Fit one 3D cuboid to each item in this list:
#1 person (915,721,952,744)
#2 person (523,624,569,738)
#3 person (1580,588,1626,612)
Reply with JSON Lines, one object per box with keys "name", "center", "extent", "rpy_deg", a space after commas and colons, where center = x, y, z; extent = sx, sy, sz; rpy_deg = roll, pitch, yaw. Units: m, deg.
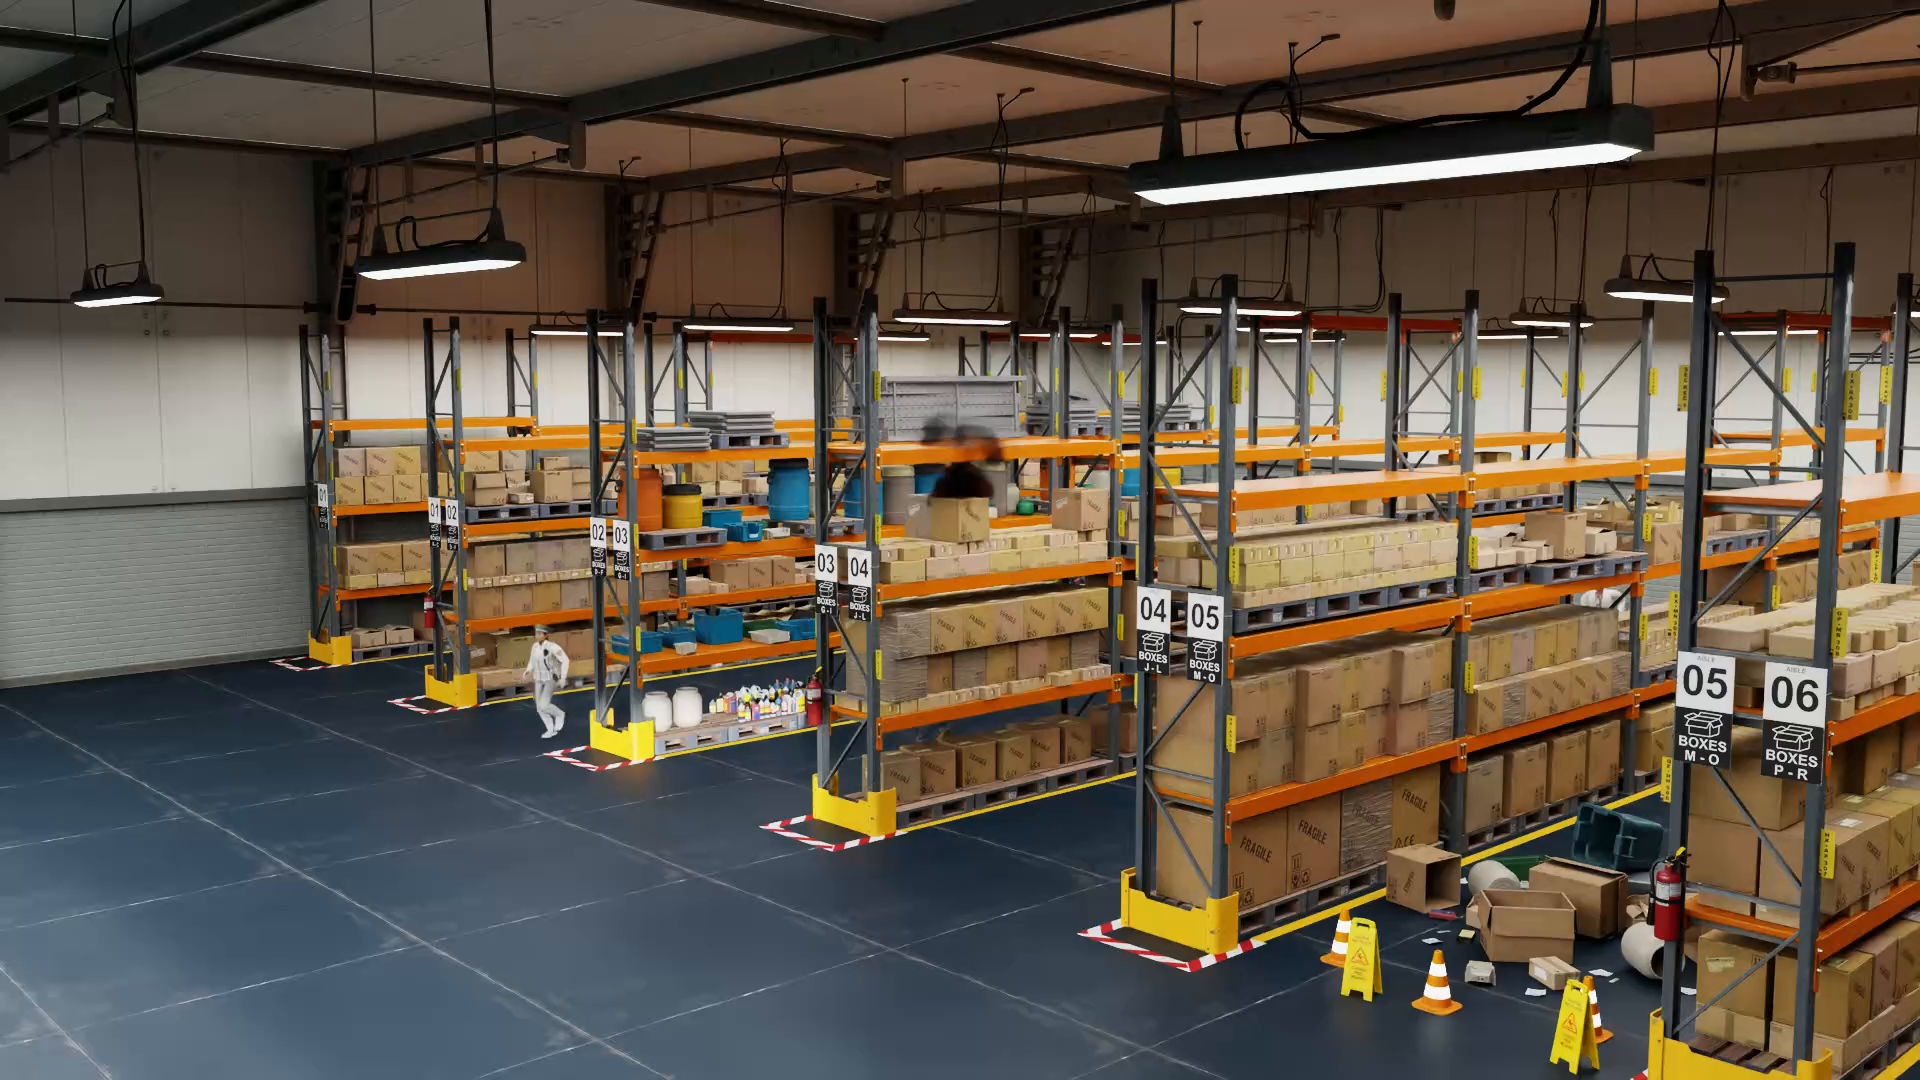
{"name": "person", "center": [-0.406, 1.864, 21.752], "extent": [0.890, 1.796, 0.640], "rpy_deg": [-5, 8, -42]}
{"name": "person", "center": [-5.843, 1.984, 23.401], "extent": [0.623, 1.645, 0.580], "rpy_deg": [3, 6, 26]}
{"name": "person", "center": [10.662, 1.488, 27.691], "extent": [0.652, 1.830, 0.957], "rpy_deg": [5, 8, 42]}
